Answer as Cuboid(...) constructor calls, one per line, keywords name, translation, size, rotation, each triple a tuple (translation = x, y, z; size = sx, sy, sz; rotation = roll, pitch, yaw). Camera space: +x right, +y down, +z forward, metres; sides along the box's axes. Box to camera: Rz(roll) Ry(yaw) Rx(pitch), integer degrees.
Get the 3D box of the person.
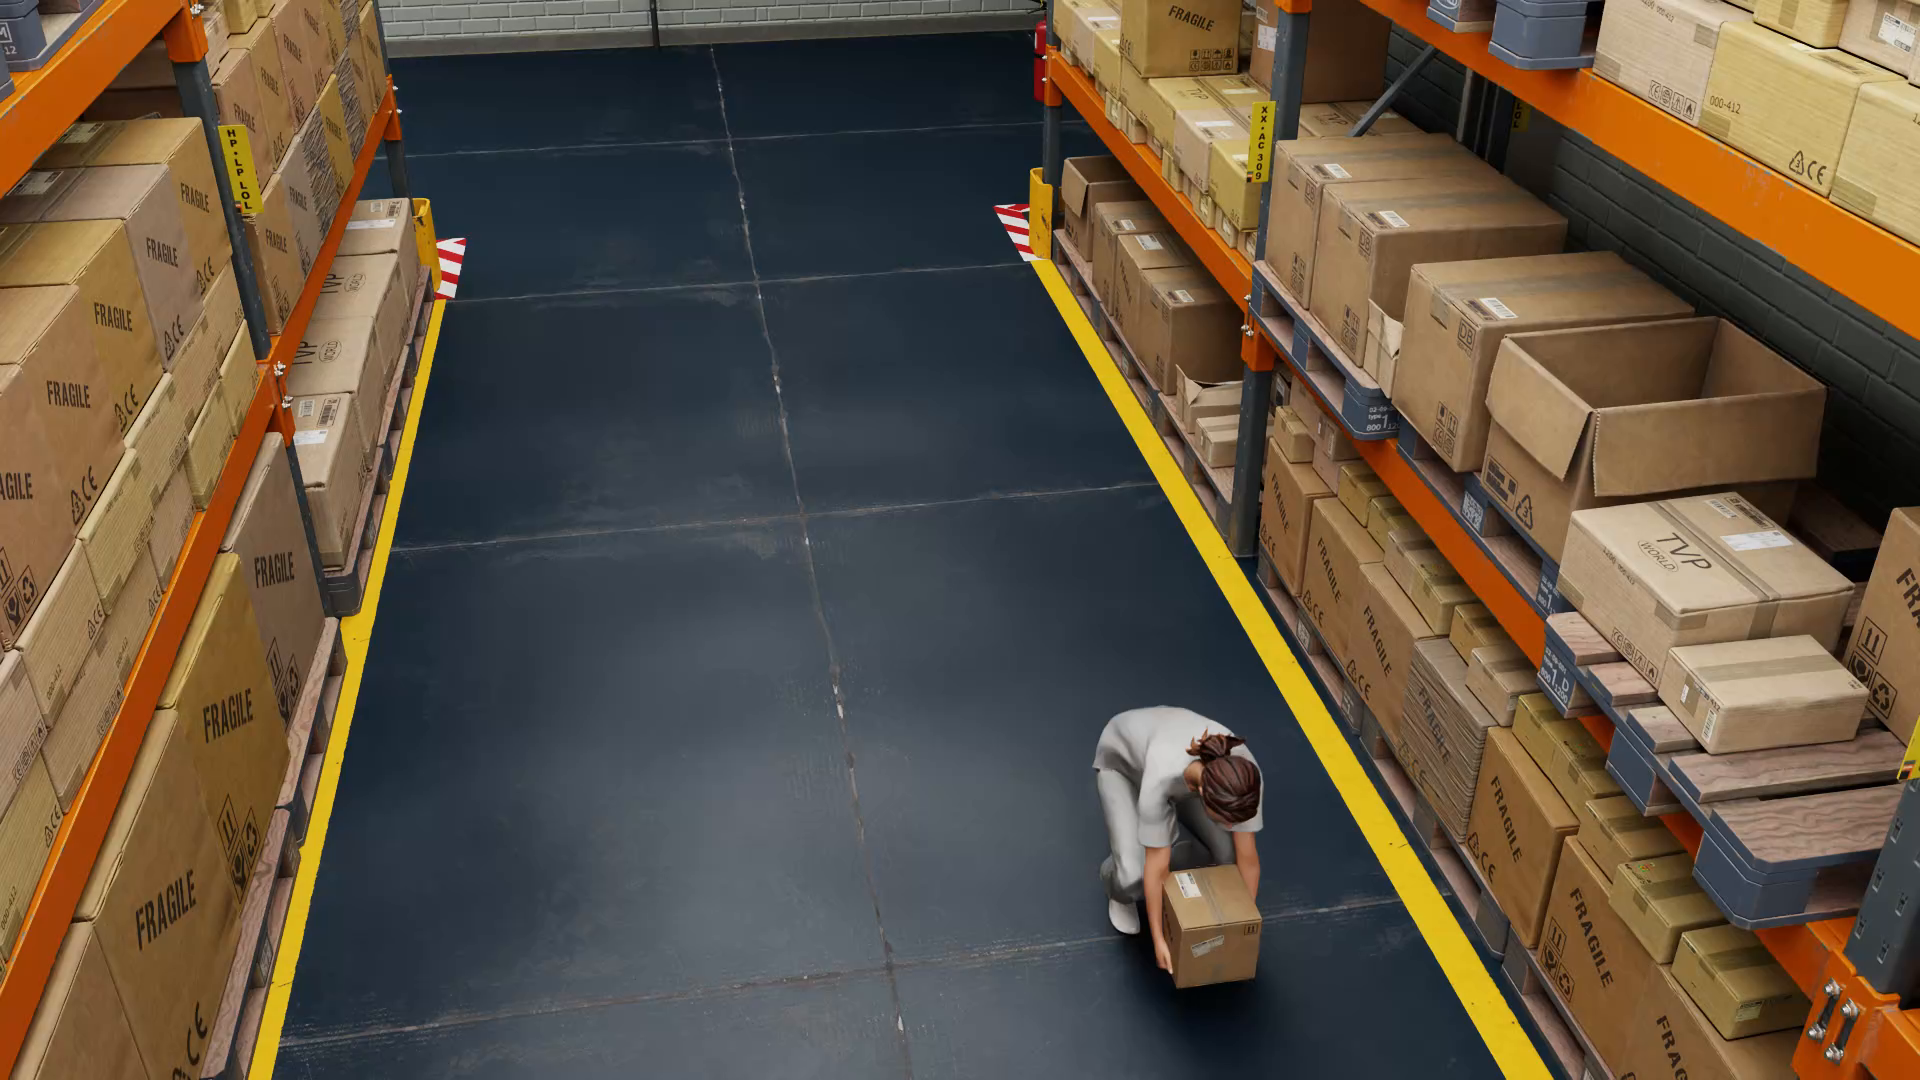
Cuboid(name="person", translation=(0.703, 0.908, 5.327), size=(0.471, 0.945, 0.841), rotation=(-7, 32, -12))
